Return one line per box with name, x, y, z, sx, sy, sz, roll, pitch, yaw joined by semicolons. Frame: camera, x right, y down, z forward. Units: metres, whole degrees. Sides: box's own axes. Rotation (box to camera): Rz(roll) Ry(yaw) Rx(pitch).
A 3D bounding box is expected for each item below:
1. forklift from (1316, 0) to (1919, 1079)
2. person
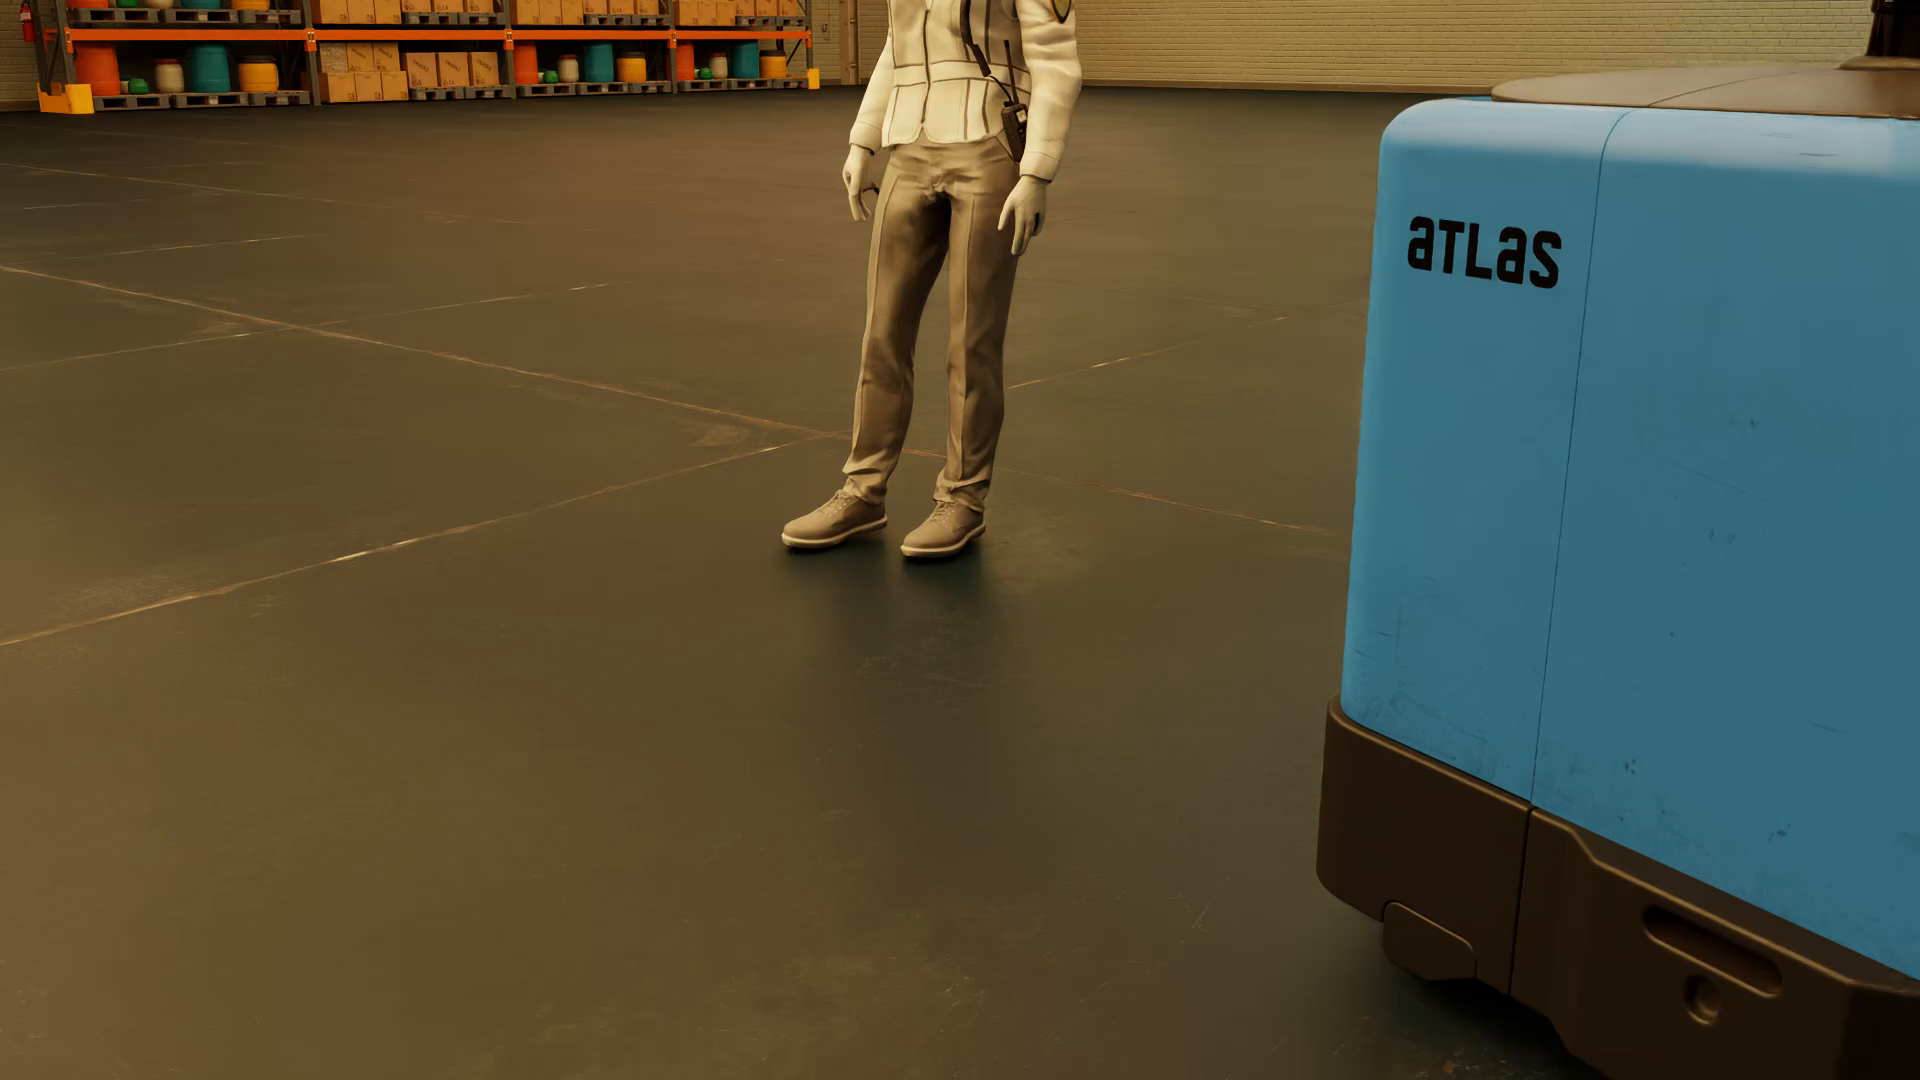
forklift;1.695;-0.605;0.890;1.130;2.935;3.031;-11;20;-31
person;-0.049;-0.804;3.648;0.586;1.694;0.532;13;21;37
